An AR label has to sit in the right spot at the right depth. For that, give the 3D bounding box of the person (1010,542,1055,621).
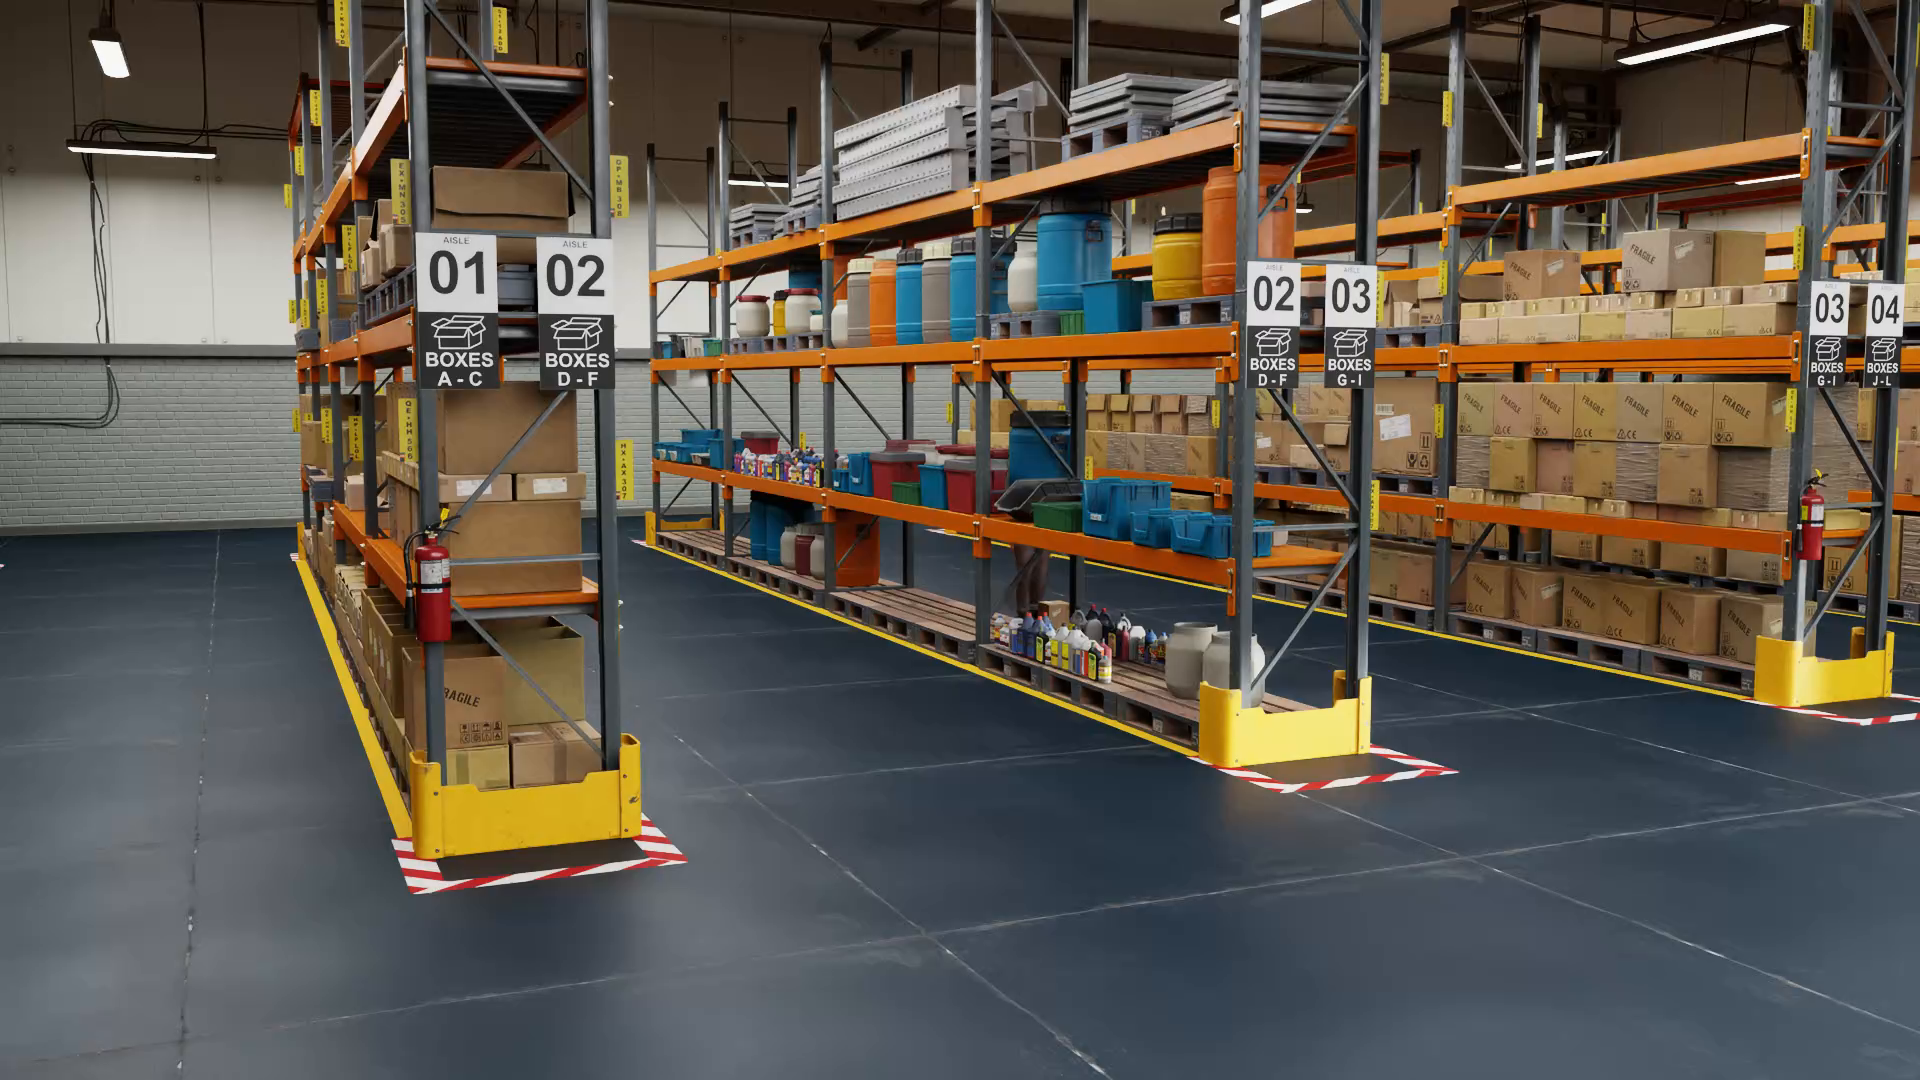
[{"bbox_3d":[0.798,-0.013,17.027,0.544,1.722,0.503,-2,6,-23],"label":"person"}]
